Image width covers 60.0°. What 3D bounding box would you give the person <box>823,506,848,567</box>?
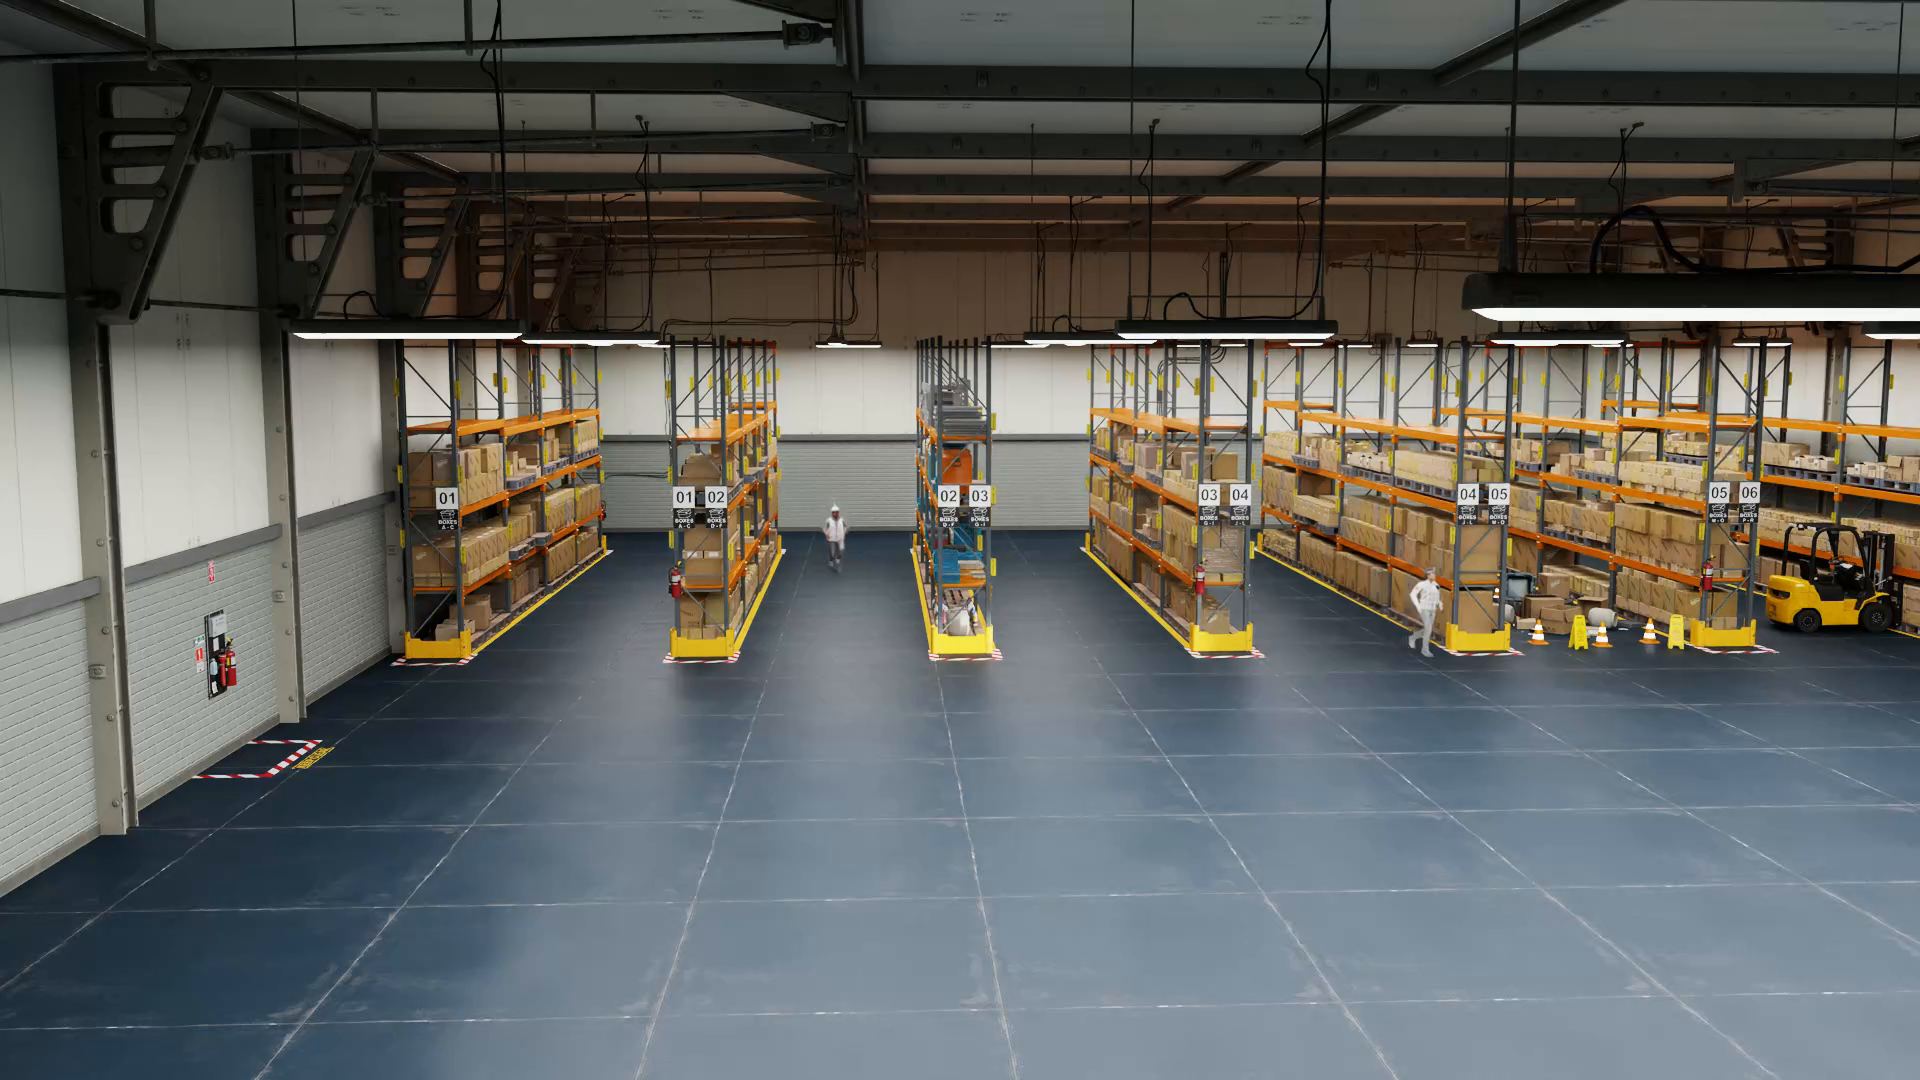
[{"bbox_3d":[-3.194,-0.068,42.817,0.661,1.612,0.889,-2,7,-13],"label":"person"}]

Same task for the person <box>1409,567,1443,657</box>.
[{"bbox_3d":[8.841,1.336,31.535,0.657,1.674,0.695,-3,7,-27],"label":"person"}]

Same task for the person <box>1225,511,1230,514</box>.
[{"bbox_3d":[7.497,-0.309,46.174,0.592,1.720,0.751,0,6,1],"label":"person"}]
